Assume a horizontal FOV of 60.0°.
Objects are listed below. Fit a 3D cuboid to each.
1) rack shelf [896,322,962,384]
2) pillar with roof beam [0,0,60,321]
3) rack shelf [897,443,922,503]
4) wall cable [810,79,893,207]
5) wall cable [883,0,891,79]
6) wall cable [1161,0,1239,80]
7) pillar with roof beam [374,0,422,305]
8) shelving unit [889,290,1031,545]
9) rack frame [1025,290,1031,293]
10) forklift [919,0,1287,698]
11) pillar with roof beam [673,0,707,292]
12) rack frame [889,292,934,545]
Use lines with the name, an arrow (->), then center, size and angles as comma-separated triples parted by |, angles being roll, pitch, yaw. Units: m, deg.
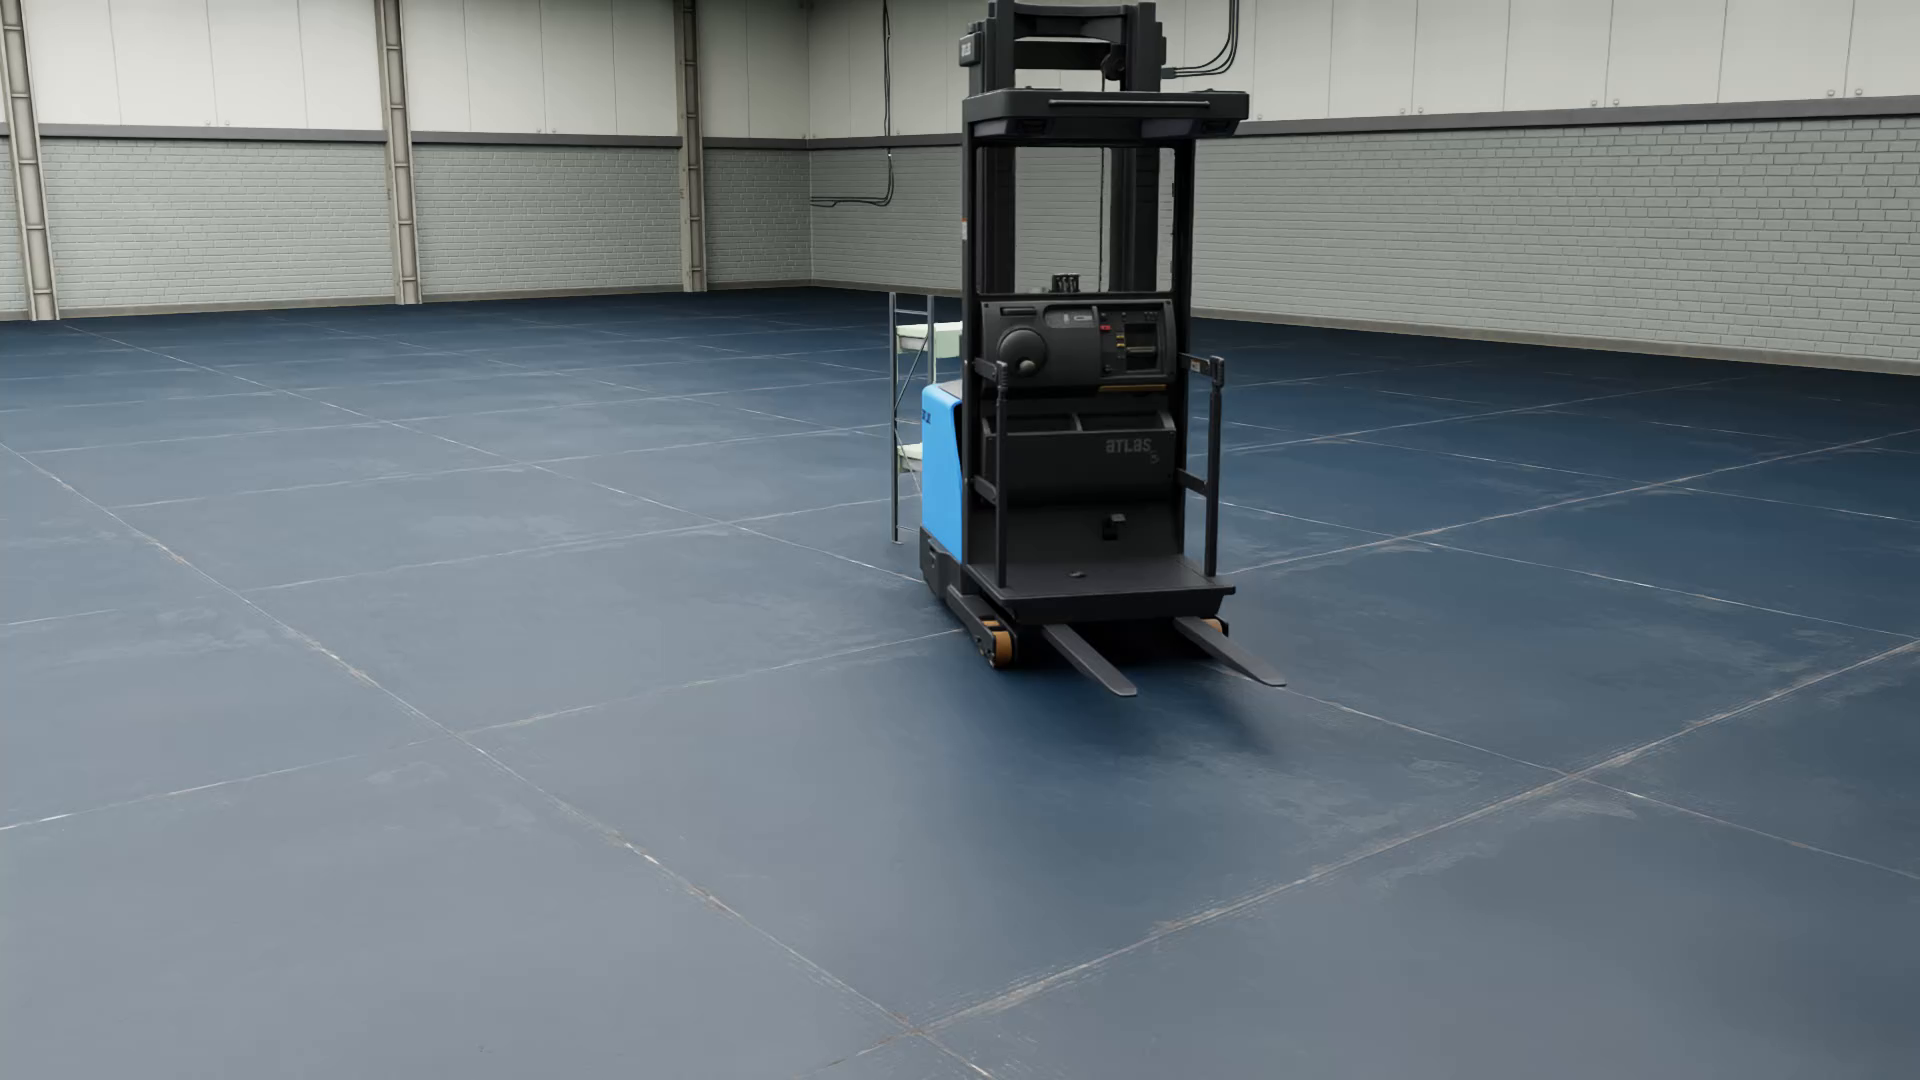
rack shelf -> 0.005, -1.116, 9.896 | 0.720, 0.370, 0.431 | -9, 15, -38
pillar with roof beam -> -12.142, -7.273, 22.714 | 0.400, 9.000, 9.100 | -9, 15, -38
rack shelf -> 0.005, -0.416, 10.045 | 0.720, 0.370, 0.431 | -9, 15, -38
wall cable -> -2.335, -8.177, 34.448 | 0.112, 2.526, 3.097 | -9, 15, -38
wall cable -> -0.645, -10.209, 31.857 | 0.112, 2.526, 3.097 | -9, 15, -38
wall cable -> 3.584, -9.817, 26.511 | 0.169, 6.003, 2.305 | -9, 15, -38
pillar with roof beam -> -7.457, -8.051, 26.380 | 0.400, 9.000, 9.100 | -9, 15, -38
shelving unit -> 0.005, -0.735, 9.977 | 0.755, 1.500, 0.431 | -9, 15, -38
rack frame -> 0.291, -0.782, 10.201 | 0.023, 1.500, 0.400 | -9, 15, -38
forklift -> 0.605, -0.948, 7.538 | 1.130, 2.935, 3.031 | -3, 12, -12
pillar with roof beam -> -2.772, -8.830, 30.047 | 0.400, 9.000, 9.100 | -9, 15, -38
rack frame -> -0.281, -0.687, 9.753 | 0.023, 1.500, 0.400 | -9, 15, -38
